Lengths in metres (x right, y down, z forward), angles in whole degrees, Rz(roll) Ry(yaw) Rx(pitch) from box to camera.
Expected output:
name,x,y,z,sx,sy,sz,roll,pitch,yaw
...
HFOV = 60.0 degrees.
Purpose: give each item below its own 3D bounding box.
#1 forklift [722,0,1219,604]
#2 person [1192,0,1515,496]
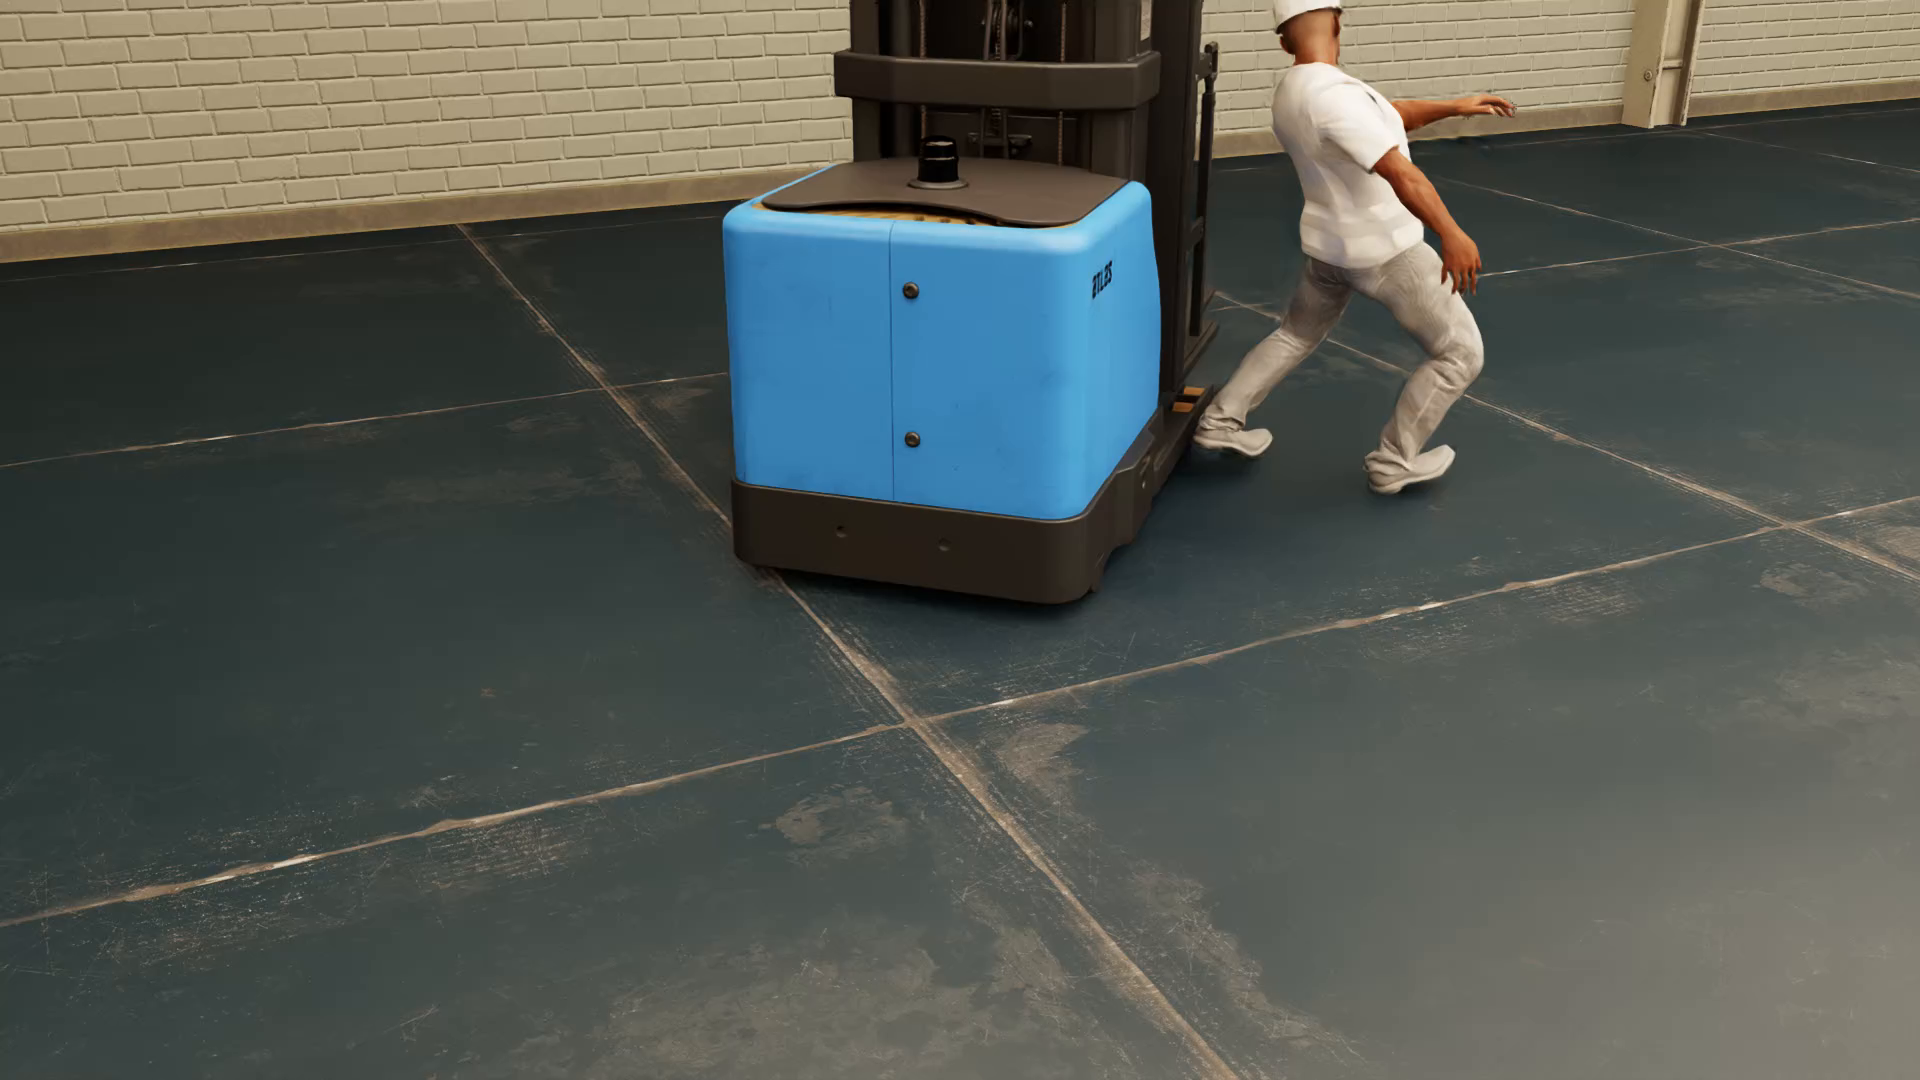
name,x,y,z,sx,sy,sz,roll,pitch,yaw
forklift,0.289,-1.717,5.419,1.130,2.935,3.031,7,24,17
person,1.328,-0.922,5.226,0.860,1.594,0.867,-10,25,-23
